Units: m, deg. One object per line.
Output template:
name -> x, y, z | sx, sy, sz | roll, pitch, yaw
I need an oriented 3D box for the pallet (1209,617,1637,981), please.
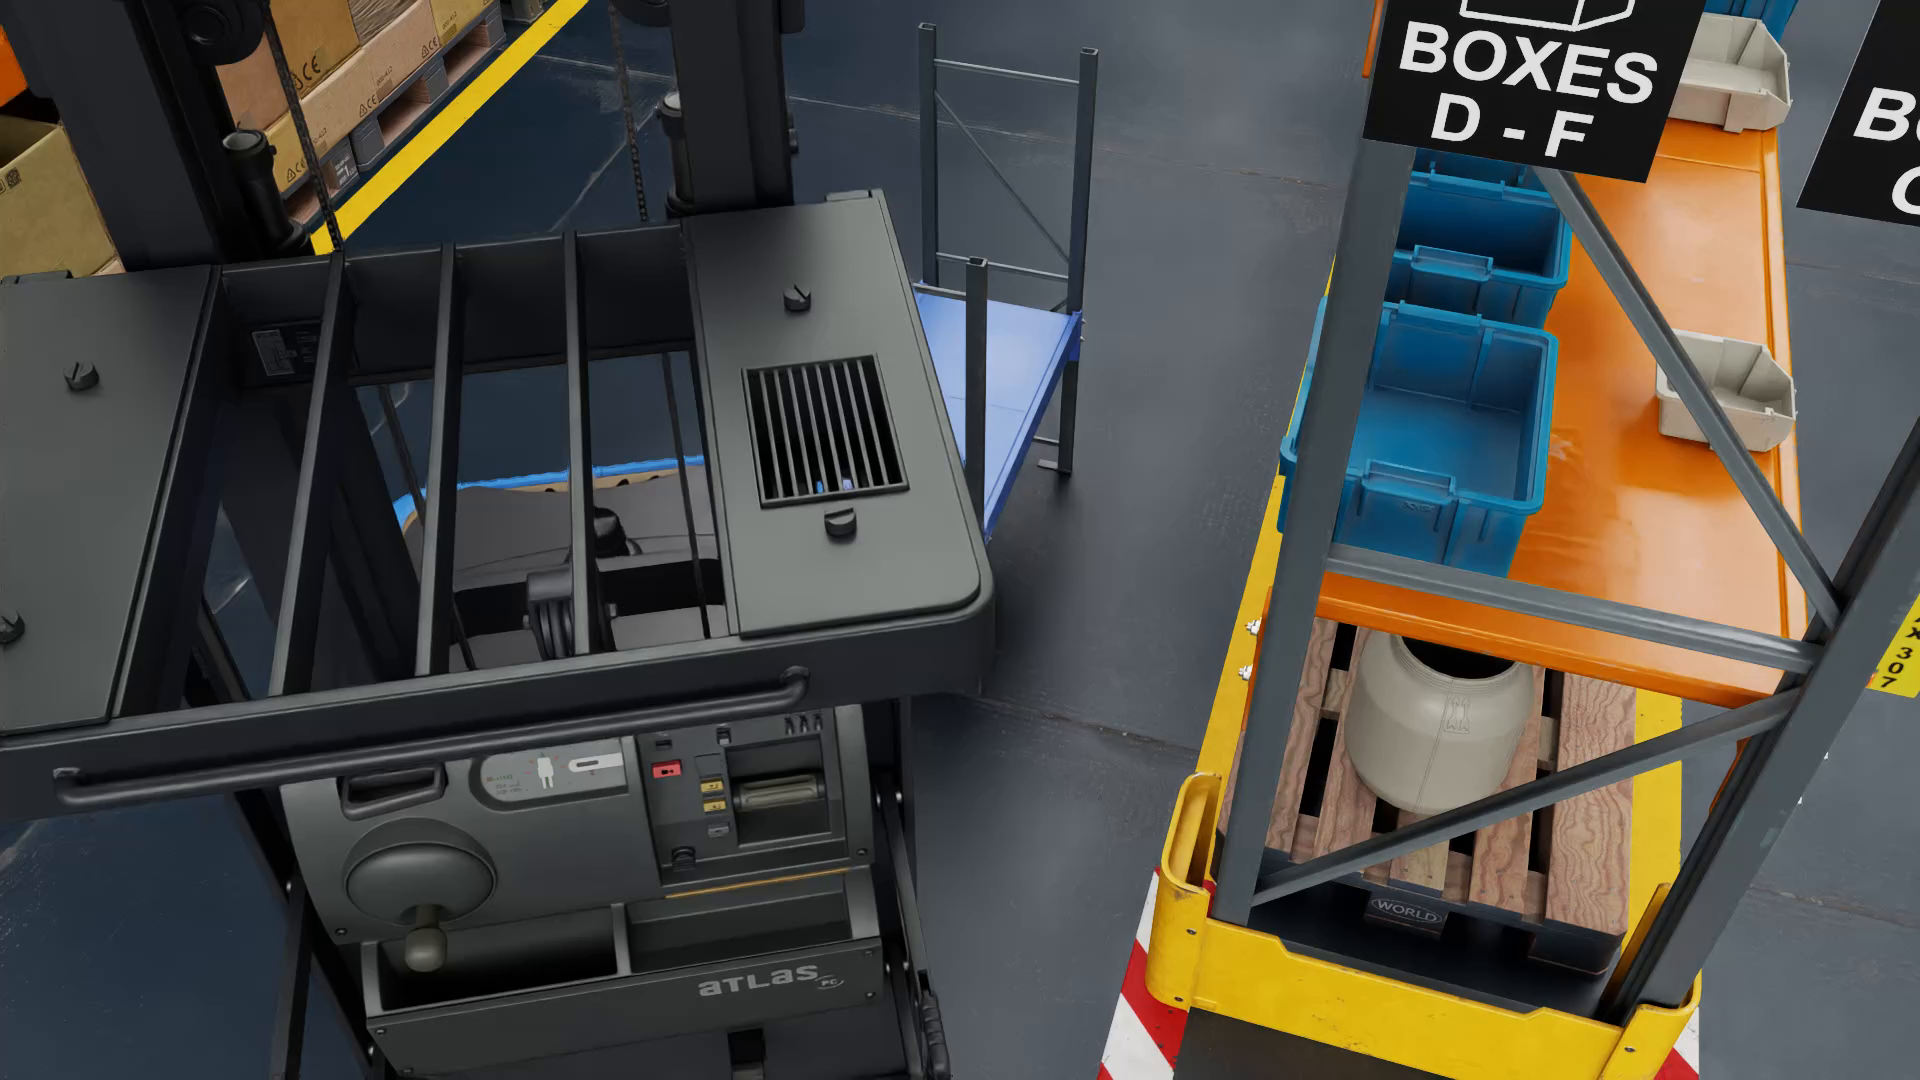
pallet -> 1.302, 0.519, 4.569 | 1.003, 0.211, 1.213 | 13, 46, 13

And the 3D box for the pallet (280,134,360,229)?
pallet -> -3.084, -1.261, 6.387 | 1.003, 0.211, 1.213 | 13, 46, 13

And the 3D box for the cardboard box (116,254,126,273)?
cardboard box -> -2.972, -1.073, 5.868 | 0.500, 0.250, 0.500 | 13, 46, 13

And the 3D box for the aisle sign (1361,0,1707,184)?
aisle sign -> 0.768, -0.821, 2.085 | 0.394, 0.787, 0.004 | 13, 46, 13

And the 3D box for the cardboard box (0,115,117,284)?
cardboard box -> -3.123, -1.008, 5.265 | 0.500, 0.500, 0.500 | 13, 46, 13

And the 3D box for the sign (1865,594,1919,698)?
sign -> 1.596, 0.144, 2.760 | 0.100, 0.325, 0.005 | 13, 46, 13

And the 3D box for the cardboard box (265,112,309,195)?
cardboard box -> -2.816, -1.405, 6.207 | 0.500, 0.250, 0.500 | 13, 46, 13

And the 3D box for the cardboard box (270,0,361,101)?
cardboard box -> -2.678, -2.010, 6.288 | 0.500, 0.500, 0.500 | 13, 46, 13

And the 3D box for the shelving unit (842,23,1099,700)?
shelving unit -> -0.026, -0.479, 4.667 | 0.538, 1.500, 1.048 | 13, 46, 12

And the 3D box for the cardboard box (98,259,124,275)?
cardboard box -> -3.124, -0.740, 5.527 | 0.500, 0.250, 0.500 | 13, 46, 13

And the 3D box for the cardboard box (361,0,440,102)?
cardboard box -> -2.528, -2.075, 6.892 | 0.500, 0.250, 0.500 | 13, 46, 13

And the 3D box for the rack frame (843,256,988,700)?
rack frame -> -0.180, -0.140, 4.321 | 0.500, 1.500, 0.032 | 13, 46, 12

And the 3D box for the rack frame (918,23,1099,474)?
rack frame -> 0.128, -0.818, 5.014 | 0.500, 1.500, 0.032 | 13, 46, 12

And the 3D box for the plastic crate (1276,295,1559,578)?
plastic crate -> 0.939, -0.220, 3.437 | 0.499, 0.251, 0.616 | 13, 46, 13

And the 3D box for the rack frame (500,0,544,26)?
rack frame -> -2.435, -3.594, 6.779 | 1.000, 3.000, 0.127 | 13, 46, 13

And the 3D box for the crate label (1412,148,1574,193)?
crate label -> 1.373, -1.173, 4.279 | 0.502, 0.435, 0.616 | 13, 46, 13

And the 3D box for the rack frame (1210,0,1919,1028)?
rack frame -> 1.073, 0.123, 2.979 | 1.000, 3.000, 0.127 | 13, 46, 13

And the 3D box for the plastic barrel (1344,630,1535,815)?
plastic barrel -> 1.199, 0.408, 4.167 | 0.421, 0.512, 0.421 | 0, 44, 0

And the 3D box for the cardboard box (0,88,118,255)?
cardboard box -> -2.983, -1.344, 5.608 | 0.500, 0.500, 0.500 | 13, 46, 13

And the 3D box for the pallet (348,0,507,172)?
pallet -> -2.716, -2.077, 7.221 | 1.003, 0.211, 1.213 | 13, 46, 13

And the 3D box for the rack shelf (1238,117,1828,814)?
rack shelf -> 1.679, -0.953, 4.593 | 1.077, 0.370, 4.000 | 13, 46, 13

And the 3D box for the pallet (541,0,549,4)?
pallet -> -2.249, -3.097, 8.264 | 1.003, 0.211, 1.213 | 13, 46, 13

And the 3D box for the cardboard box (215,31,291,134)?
cardboard box -> -2.815, -1.673, 5.945 | 0.500, 0.500, 0.500 | 13, 46, 13

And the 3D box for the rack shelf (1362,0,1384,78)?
rack shelf -> 1.679, -2.025, 3.544 | 1.077, 0.370, 4.000 | 13, 46, 13

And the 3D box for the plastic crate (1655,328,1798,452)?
plastic crate -> 1.651, -0.311, 3.611 | 0.298, 0.136, 0.250 | 13, 46, 13

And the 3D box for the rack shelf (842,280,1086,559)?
rack shelf -> -0.026, -0.351, 4.793 | 0.538, 0.185, 1.000 | 13, 46, 12

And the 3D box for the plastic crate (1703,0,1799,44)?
plastic crate -> 2.208, -1.694, 4.943 | 0.499, 0.251, 0.616 | 13, 46, 13

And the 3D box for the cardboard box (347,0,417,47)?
cardboard box -> -2.530, -2.344, 6.630 | 0.500, 0.500, 0.500 | 13, 46, 13

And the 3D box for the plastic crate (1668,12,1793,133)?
plastic crate -> 2.034, -1.313, 4.635 | 0.530, 0.136, 0.437 | 13, 46, 13

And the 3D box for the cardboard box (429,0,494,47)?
cardboard box -> -2.367, -2.406, 7.230 | 0.500, 0.250, 0.500 | 13, 46, 13

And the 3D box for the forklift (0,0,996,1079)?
forklift -> -0.574, 0.555, 2.587 | 1.130, 2.935, 3.031 | -7, 45, -7

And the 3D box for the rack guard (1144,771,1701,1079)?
rack guard -> 1.051, 0.956, 3.915 | 1.175, 0.500, 0.348 | 13, 46, 13

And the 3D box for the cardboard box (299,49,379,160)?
cardboard box -> -2.666, -1.739, 6.548 | 0.500, 0.250, 0.500 | 13, 46, 13

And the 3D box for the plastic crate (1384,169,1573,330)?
plastic crate -> 1.141, -0.652, 3.878 | 0.499, 0.251, 0.408 | 13, 46, 13

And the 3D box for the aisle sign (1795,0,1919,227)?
aisle sign -> 1.330, -0.696, 1.958 | 0.394, 0.787, 0.004 | 13, 46, 13
